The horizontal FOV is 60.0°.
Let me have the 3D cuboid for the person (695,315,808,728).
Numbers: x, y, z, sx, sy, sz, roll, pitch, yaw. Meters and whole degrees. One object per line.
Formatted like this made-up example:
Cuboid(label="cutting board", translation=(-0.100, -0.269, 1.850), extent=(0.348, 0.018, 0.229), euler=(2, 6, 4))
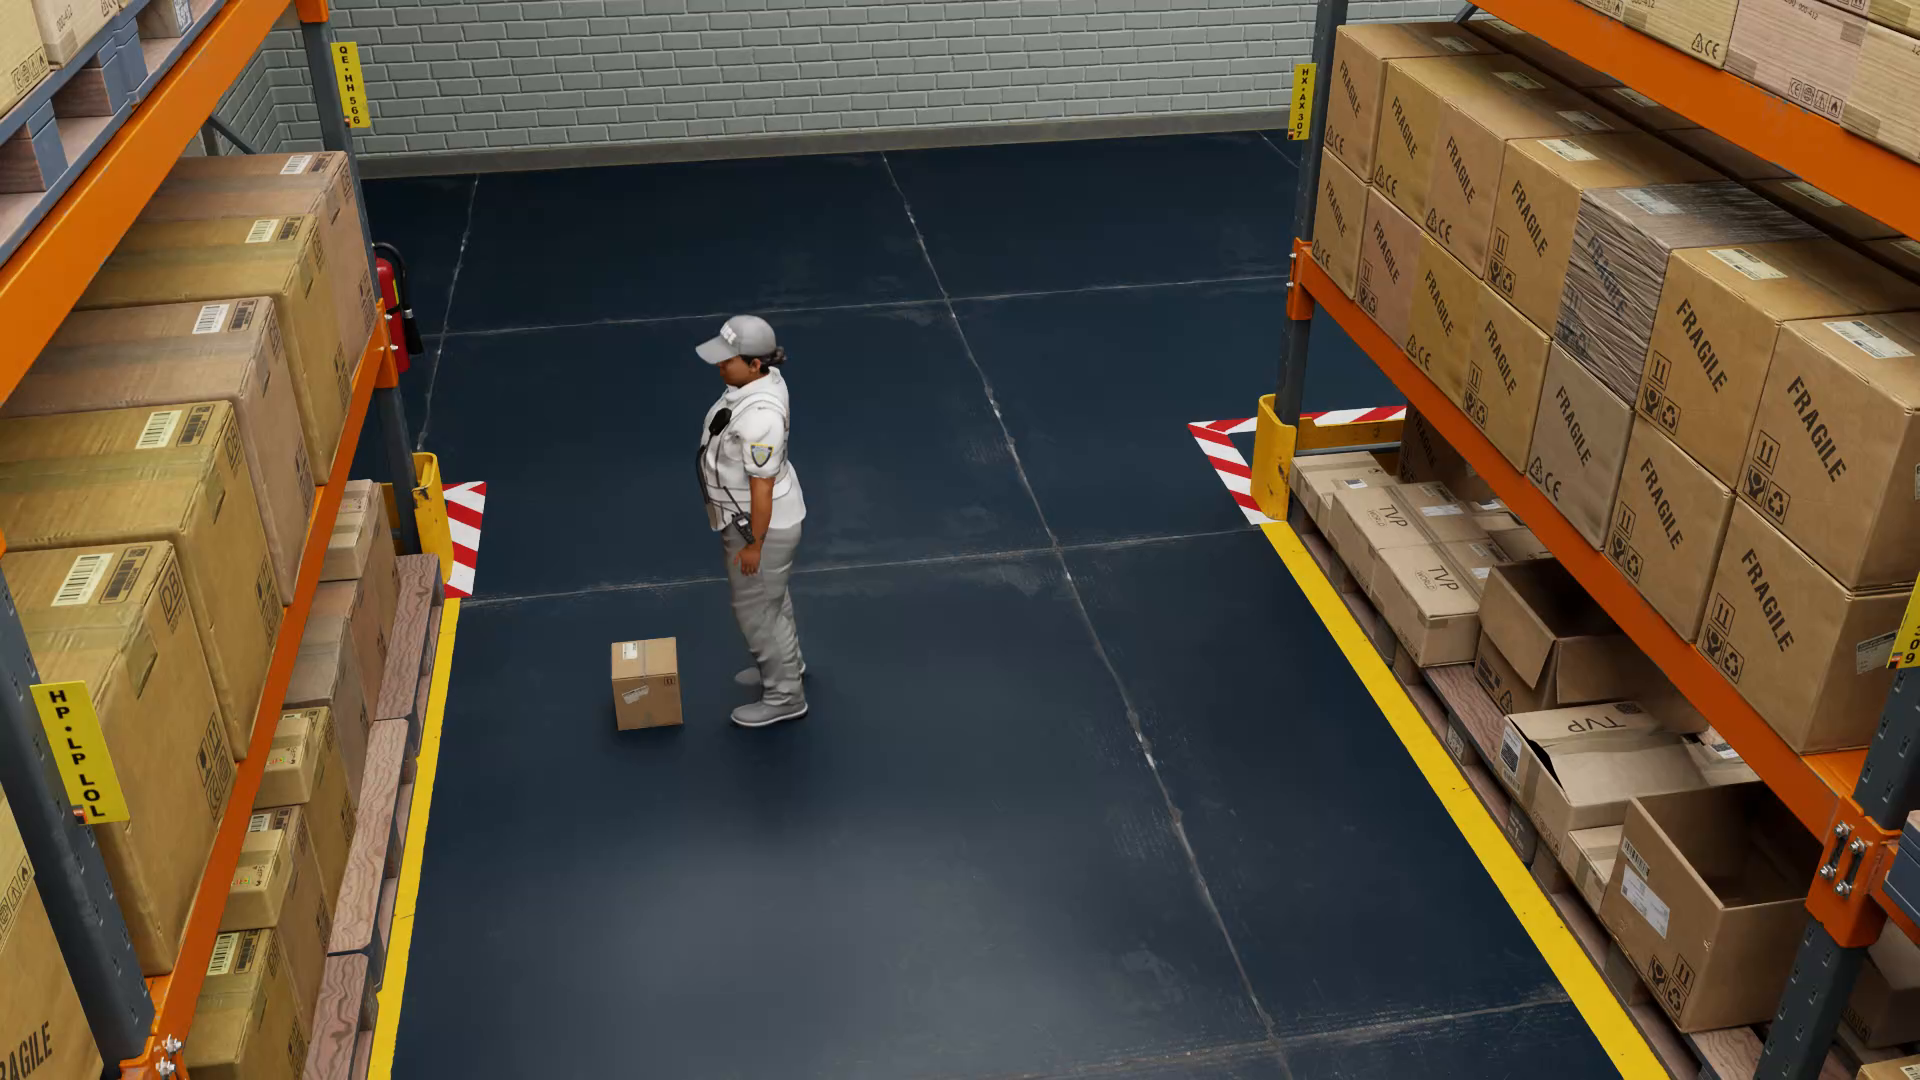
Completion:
Cuboid(label="person", translation=(-0.775, -0.059, 6.256), extent=(0.391, 1.682, 0.467), euler=(-5, 31, -8))
